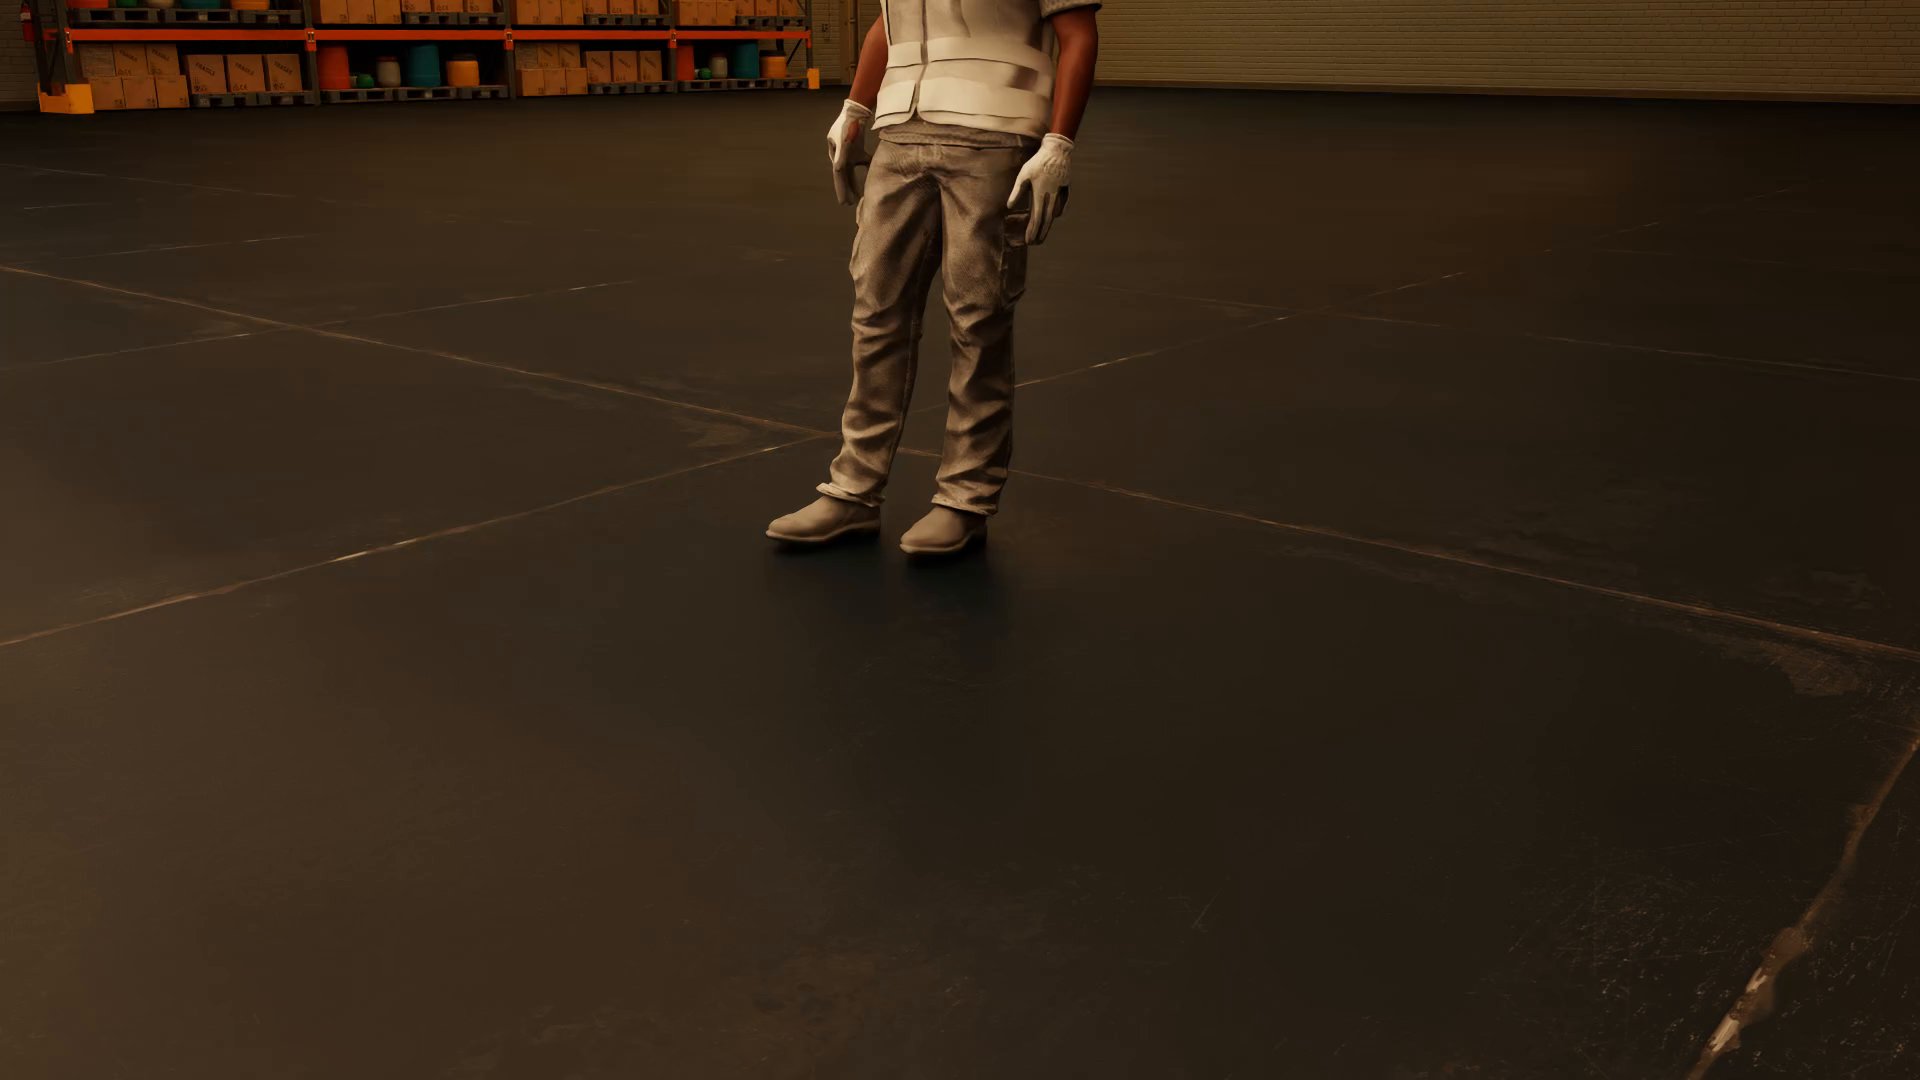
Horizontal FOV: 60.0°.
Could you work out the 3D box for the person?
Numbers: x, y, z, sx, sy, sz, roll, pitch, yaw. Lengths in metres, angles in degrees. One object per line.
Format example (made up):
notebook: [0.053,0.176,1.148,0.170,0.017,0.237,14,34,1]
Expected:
person: [-0.053,-0.846,3.634,0.656,1.782,0.577,13,21,37]
